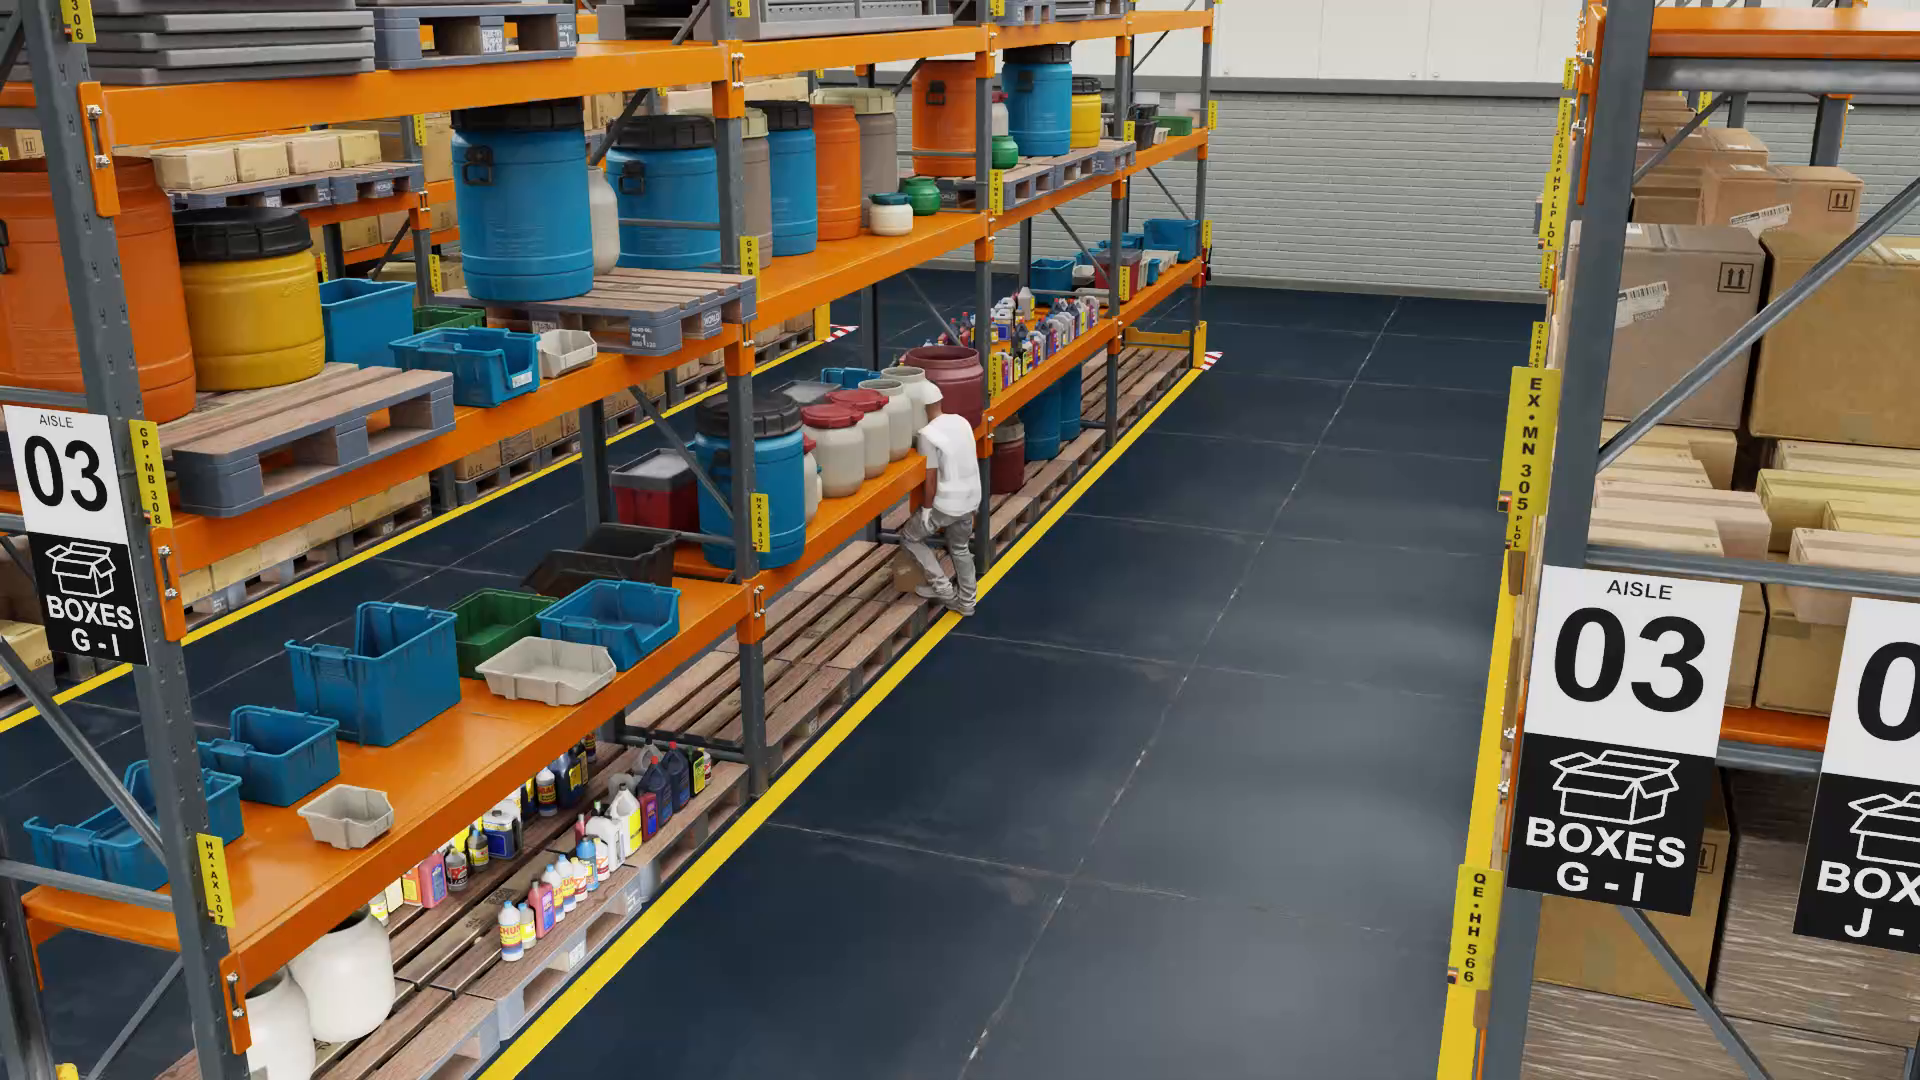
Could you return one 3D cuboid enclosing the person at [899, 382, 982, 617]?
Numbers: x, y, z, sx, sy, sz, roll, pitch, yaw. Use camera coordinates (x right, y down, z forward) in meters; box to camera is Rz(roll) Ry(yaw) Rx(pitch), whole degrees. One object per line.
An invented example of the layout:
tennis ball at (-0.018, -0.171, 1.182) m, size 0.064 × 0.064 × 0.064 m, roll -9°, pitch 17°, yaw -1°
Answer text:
person at (-0.128, -0.262, 11.865) m, size 0.541 × 1.750 × 0.617 m, roll 13°, pitch 23°, yaw 34°
